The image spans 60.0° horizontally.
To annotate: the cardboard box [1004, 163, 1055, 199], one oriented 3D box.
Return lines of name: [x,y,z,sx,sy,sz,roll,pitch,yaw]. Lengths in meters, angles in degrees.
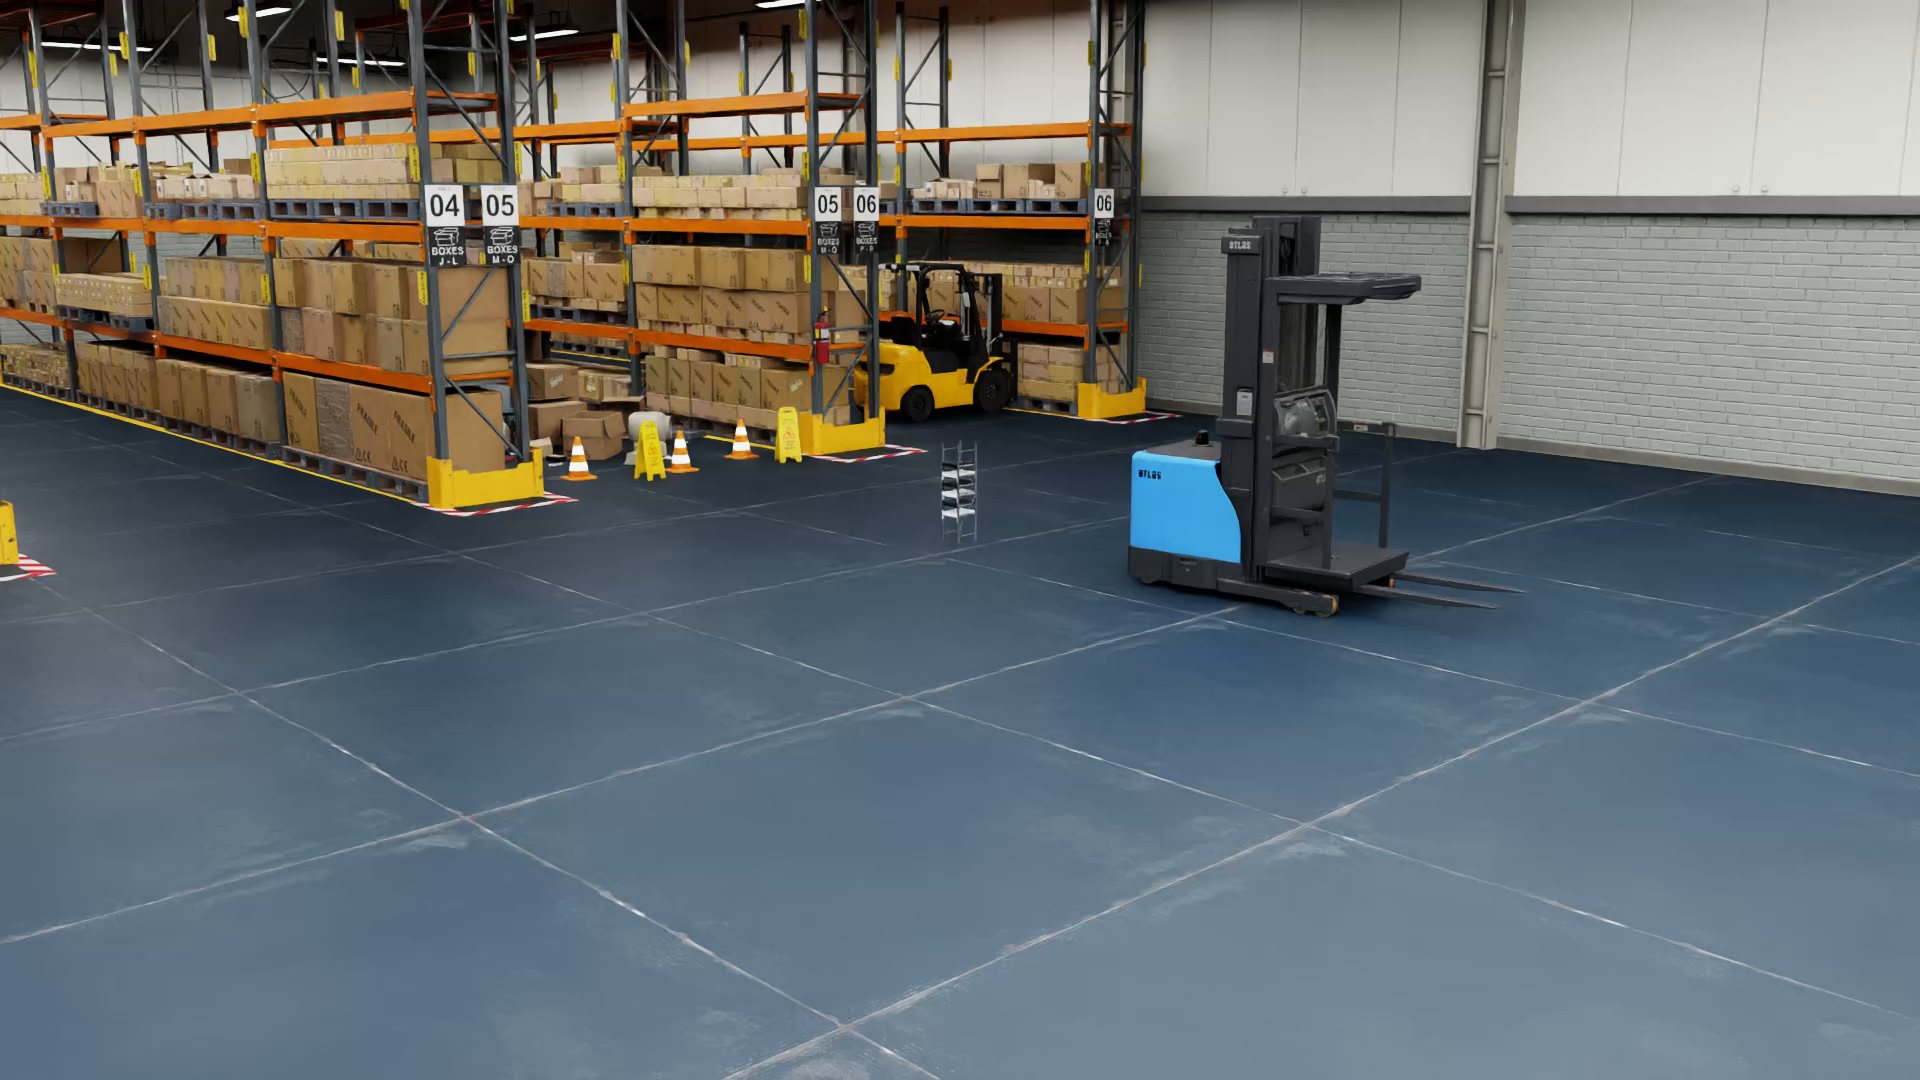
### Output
cardboard box: [1.063,-5.250,24.330,0.700,0.500,0.500,-11,16,-42]

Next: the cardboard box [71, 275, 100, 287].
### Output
cardboard box: [-12.723,-3.776,24.251,0.380,0.149,0.250,-11,16,-43]

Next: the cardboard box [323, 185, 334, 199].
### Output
cardboard box: [-6.625,-3.749,17.912,0.380,0.149,0.250,-11,16,-42]

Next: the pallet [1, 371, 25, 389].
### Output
pallet: [-15.380,-2.721,27.935,1.003,0.211,1.213,-11,16,-43]

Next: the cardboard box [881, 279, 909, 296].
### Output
cardboard box: [-1.107,-4.075,26.726,0.500,0.250,0.500,-11,16,-44]

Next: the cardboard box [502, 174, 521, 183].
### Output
cardboard box: [-7.302,-5.518,25.869,0.637,0.503,0.797,11,16,42]

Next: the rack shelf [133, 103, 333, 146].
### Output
rack shelf: [-9.062,-5.152,20.731,1.077,0.370,4.000,-11,16,-43]

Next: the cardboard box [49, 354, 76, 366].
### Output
cardboard box: [-14.021,-2.821,26.061,0.380,0.149,0.250,-11,16,-43]

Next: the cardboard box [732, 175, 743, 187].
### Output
cardboard box: [-2.658,-4.536,21.048,0.250,0.149,0.380,11,16,44]

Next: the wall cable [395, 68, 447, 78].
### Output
wall cable: [-11.842,-12.283,38.784,2.988,3.039,0.133,-11,16,-43]

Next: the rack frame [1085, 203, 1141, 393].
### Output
rack frame: [2.179,-3.283,23.753,1.000,3.000,0.127,-11,16,-43]

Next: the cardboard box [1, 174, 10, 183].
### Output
cardboard box: [-15.076,-5.779,26.576,0.380,0.149,0.250,-10,15,-41]

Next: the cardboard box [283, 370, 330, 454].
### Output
cardboard box: [-7.297,-1.534,19.486,0.875,0.875,0.875,-11,16,-42]

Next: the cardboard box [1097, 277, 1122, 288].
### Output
cardboard box: [2.133,-3.736,24.093,0.250,0.149,0.380,11,16,44]

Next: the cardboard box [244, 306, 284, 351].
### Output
cardboard box: [-8.234,-2.558,19.985,0.500,0.500,0.500,-11,16,-43]

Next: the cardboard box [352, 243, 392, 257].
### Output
cardboard box: [-10.221,-4.911,28.930,0.500,0.500,0.500,-11,16,-43]

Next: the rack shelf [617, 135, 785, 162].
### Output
rack shelf: [-4.726,-7.133,30.344,1.077,0.370,4.000,-11,16,-43]

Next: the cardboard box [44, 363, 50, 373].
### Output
cardboard box: [-14.339,-2.754,26.470,0.380,0.149,0.250,-10,16,-41]

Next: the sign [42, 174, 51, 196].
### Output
sign: [-13.593,-5.283,24.746,0.100,0.325,0.005,-11,16,-43]

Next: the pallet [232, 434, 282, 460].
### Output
pallet: [-8.268,-1.207,20.584,1.003,0.211,1.213,-11,16,-43]

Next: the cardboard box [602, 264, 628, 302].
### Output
cardboard box: [-4.655,-3.611,23.316,0.500,0.500,0.500,-11,16,-44]

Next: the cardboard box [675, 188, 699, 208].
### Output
cardboard box: [-3.365,-4.465,21.689,0.500,0.250,0.500,-11,16,-42]

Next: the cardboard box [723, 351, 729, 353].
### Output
cardboard box: [-4.131,-3.539,30.145,0.500,0.500,0.500,-11,16,-43]

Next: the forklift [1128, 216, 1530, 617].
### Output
forklift: [2.833,-0.977,12.730,3.031,2.935,1.130,9,15,38]

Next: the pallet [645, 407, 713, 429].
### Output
pallet: [-3.681,-1.716,23.056,1.003,0.211,1.213,-11,16,-43]

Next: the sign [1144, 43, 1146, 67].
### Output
sign: [2.585,-6.833,23.408,0.100,0.325,0.005,-11,16,-43]

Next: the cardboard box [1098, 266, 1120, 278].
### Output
cardboard box: [2.102,-3.874,24.030,0.380,0.149,0.250,-11,16,-44]

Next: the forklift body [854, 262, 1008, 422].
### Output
forklift body: [-0.450,-2.890,23.948,2.313,2.155,1.214,-11,16,-43]

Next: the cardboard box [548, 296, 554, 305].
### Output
cardboard box: [-5.895,-3.573,24.738,0.380,0.149,0.250,-10,15,-40]

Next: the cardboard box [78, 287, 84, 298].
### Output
cardboard box: [-12.539,-3.593,24.098,0.380,0.149,0.250,-10,15,-40]

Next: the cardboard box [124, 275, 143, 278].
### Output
cardboard box: [-12.075,-3.829,24.508,0.250,0.149,0.380,11,16,43]

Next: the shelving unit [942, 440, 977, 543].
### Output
shelving unit: [-0.006,-0.442,15.165,0.258,0.900,0.210,-11,16,-43]

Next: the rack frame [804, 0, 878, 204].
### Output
rack frame: [-1.408,-5.529,19.788,1.000,3.000,0.127,-11,16,-43]

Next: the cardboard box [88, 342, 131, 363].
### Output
cardboard box: [-12.517,-2.764,24.530,0.500,0.250,0.500,-10,16,-41]

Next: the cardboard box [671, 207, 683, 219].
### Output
cardboard box: [-3.597,-4.332,22.034,0.380,0.149,0.250,-10,15,-41]

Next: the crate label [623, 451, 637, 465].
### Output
crate label: [-3.794,-0.974,19.637,0.298,0.136,0.250,3,12,16]

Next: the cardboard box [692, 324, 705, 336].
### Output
cardboard box: [-3.308,-2.773,21.899,0.380,0.149,0.250,-11,16,-42]

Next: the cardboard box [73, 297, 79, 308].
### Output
cardboard box: [-12.728,-3.485,24.316,0.380,0.149,0.250,-11,16,-42]

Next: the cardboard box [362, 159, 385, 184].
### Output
cardboard box: [-5.803,-3.788,17.116,0.500,0.250,0.500,-11,16,-42]

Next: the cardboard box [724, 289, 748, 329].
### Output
cardboard box: [-2.668,-2.974,21.266,0.500,0.500,0.500,-11,16,-43]

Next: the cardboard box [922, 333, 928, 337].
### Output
cardboard box: [-0.476,-3.101,26.166,0.500,0.250,0.500,-11,16,-43]

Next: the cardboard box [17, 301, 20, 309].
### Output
cardboard box: [-15.181,-3.866,27.203,0.380,0.149,0.250,-11,16,-43]

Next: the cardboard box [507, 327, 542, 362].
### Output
cardboard box: [-7.350,-3.036,26.777,0.875,0.875,0.875,-11,16,-43]

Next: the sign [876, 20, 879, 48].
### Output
sign: [-1.015,-6.101,20.052,0.100,0.325,0.005,-11,16,-43]

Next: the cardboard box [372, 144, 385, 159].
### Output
cardboard box: [-5.745,-3.954,16.931,0.380,0.149,0.250,-11,16,-42]

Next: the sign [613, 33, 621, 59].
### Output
sign: [-4.568,-6.570,22.131,0.100,0.325,0.005,-11,16,-43]

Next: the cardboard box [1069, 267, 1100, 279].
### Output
cardboard box: [1.780,-3.819,23.758,0.380,0.149,0.250,-11,16,-42]

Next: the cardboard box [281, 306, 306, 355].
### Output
cardboard box: [-7.417,-2.492,19.538,0.875,0.550,0.550,-11,16,-43]

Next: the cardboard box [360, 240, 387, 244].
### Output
cardboard box: [-10.138,-5.199,28.720,0.380,0.149,0.250,-11,16,-44]

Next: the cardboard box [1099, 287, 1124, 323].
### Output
cardboard box: [2.038,-3.443,24.282,0.500,0.500,0.500,-10,15,-41]

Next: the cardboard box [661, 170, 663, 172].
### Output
cardboard box: [-5.847,-6.949,31.681,0.396,0.266,0.258,-11,16,-43]

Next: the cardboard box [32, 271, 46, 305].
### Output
cardboard box: [-14.101,-3.940,25.954,0.500,0.500,0.500,11,16,44]

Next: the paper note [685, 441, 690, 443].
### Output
paper note: [-3.548,-1.258,21.278,0.148,0.019,0.142,6,13,26]

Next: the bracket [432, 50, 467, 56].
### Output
bracket: [-12.553,-11.258,38.671,0.076,0.066,5.218,-11,16,-43]

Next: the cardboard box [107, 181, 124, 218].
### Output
cardboard box: [-11.376,-4.691,22.905,0.500,0.500,0.500,-11,16,-43]
